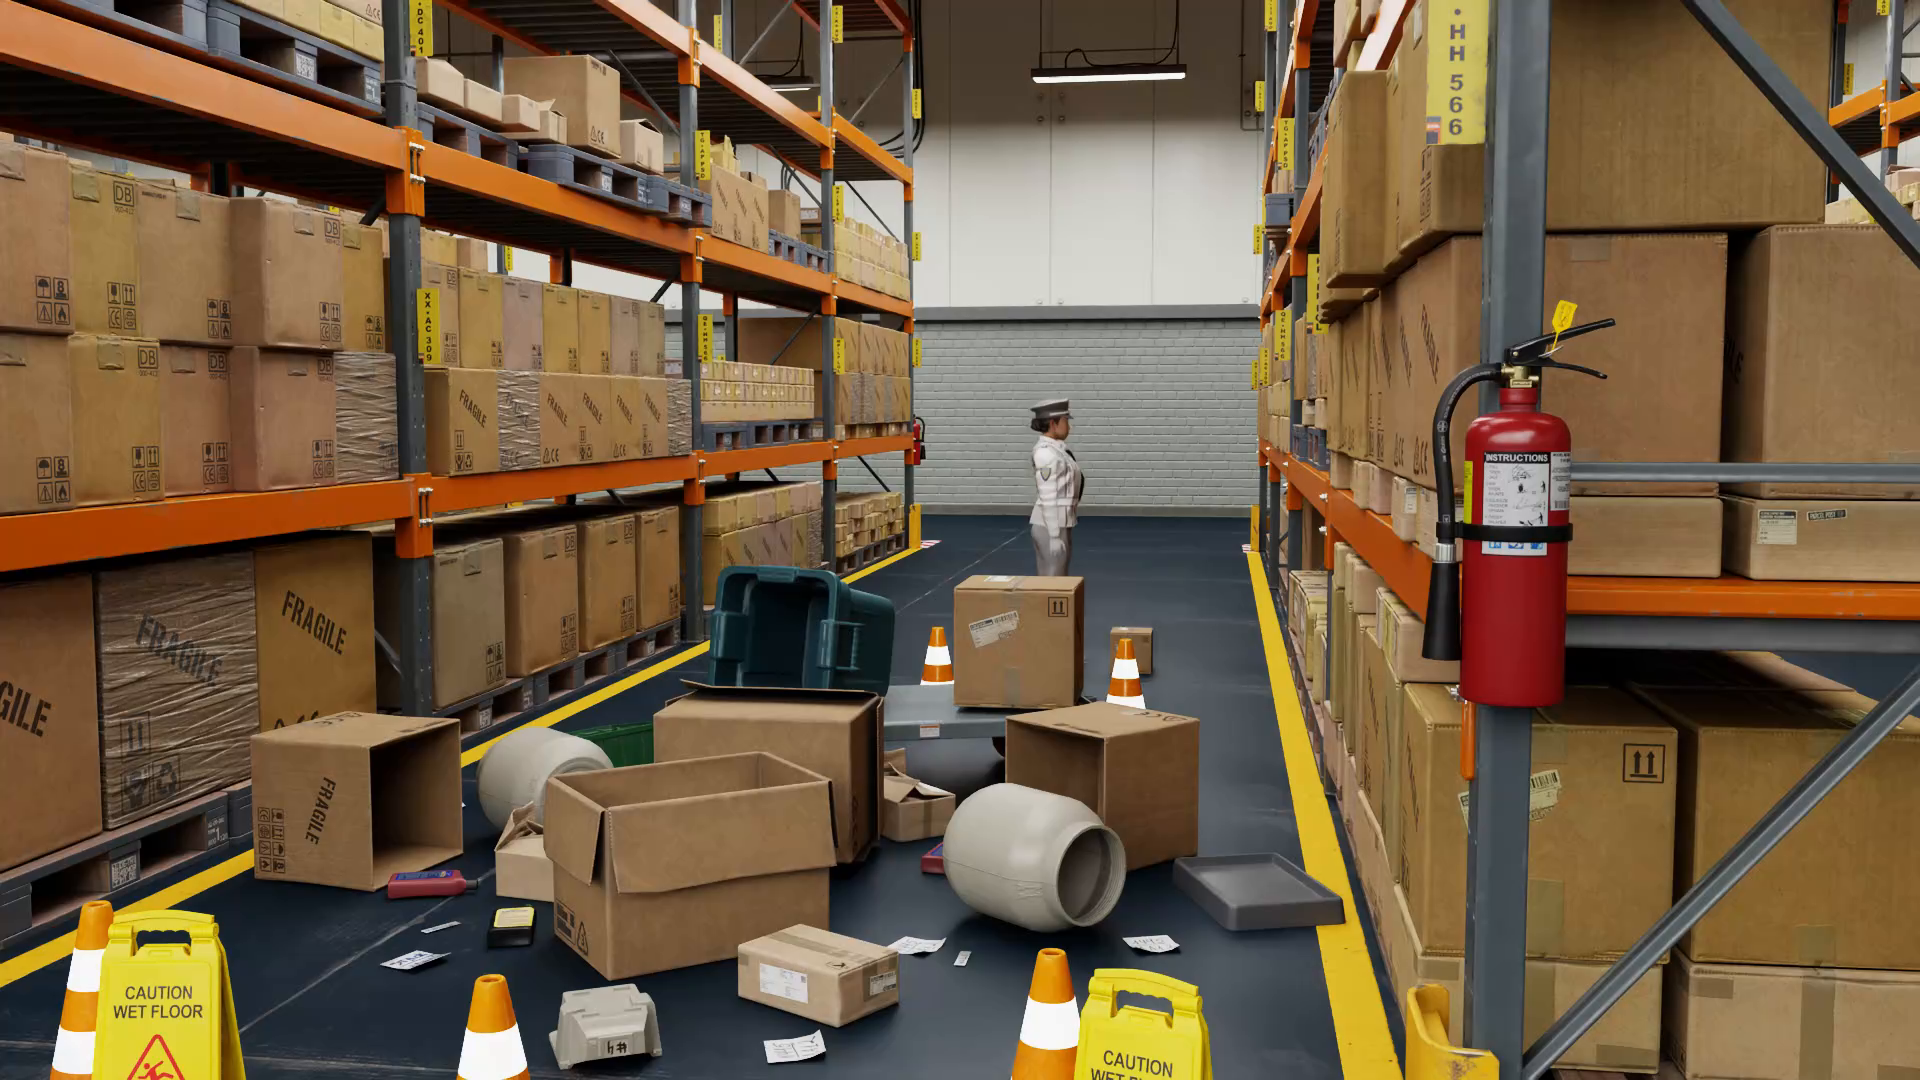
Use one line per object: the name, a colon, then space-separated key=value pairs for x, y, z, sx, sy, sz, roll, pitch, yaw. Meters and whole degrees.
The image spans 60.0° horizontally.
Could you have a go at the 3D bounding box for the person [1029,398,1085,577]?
person: x=0.593 y=-0.036 z=10.268 sx=0.327 sy=1.680 sz=0.469 roll=1 pitch=5 yaw=10
